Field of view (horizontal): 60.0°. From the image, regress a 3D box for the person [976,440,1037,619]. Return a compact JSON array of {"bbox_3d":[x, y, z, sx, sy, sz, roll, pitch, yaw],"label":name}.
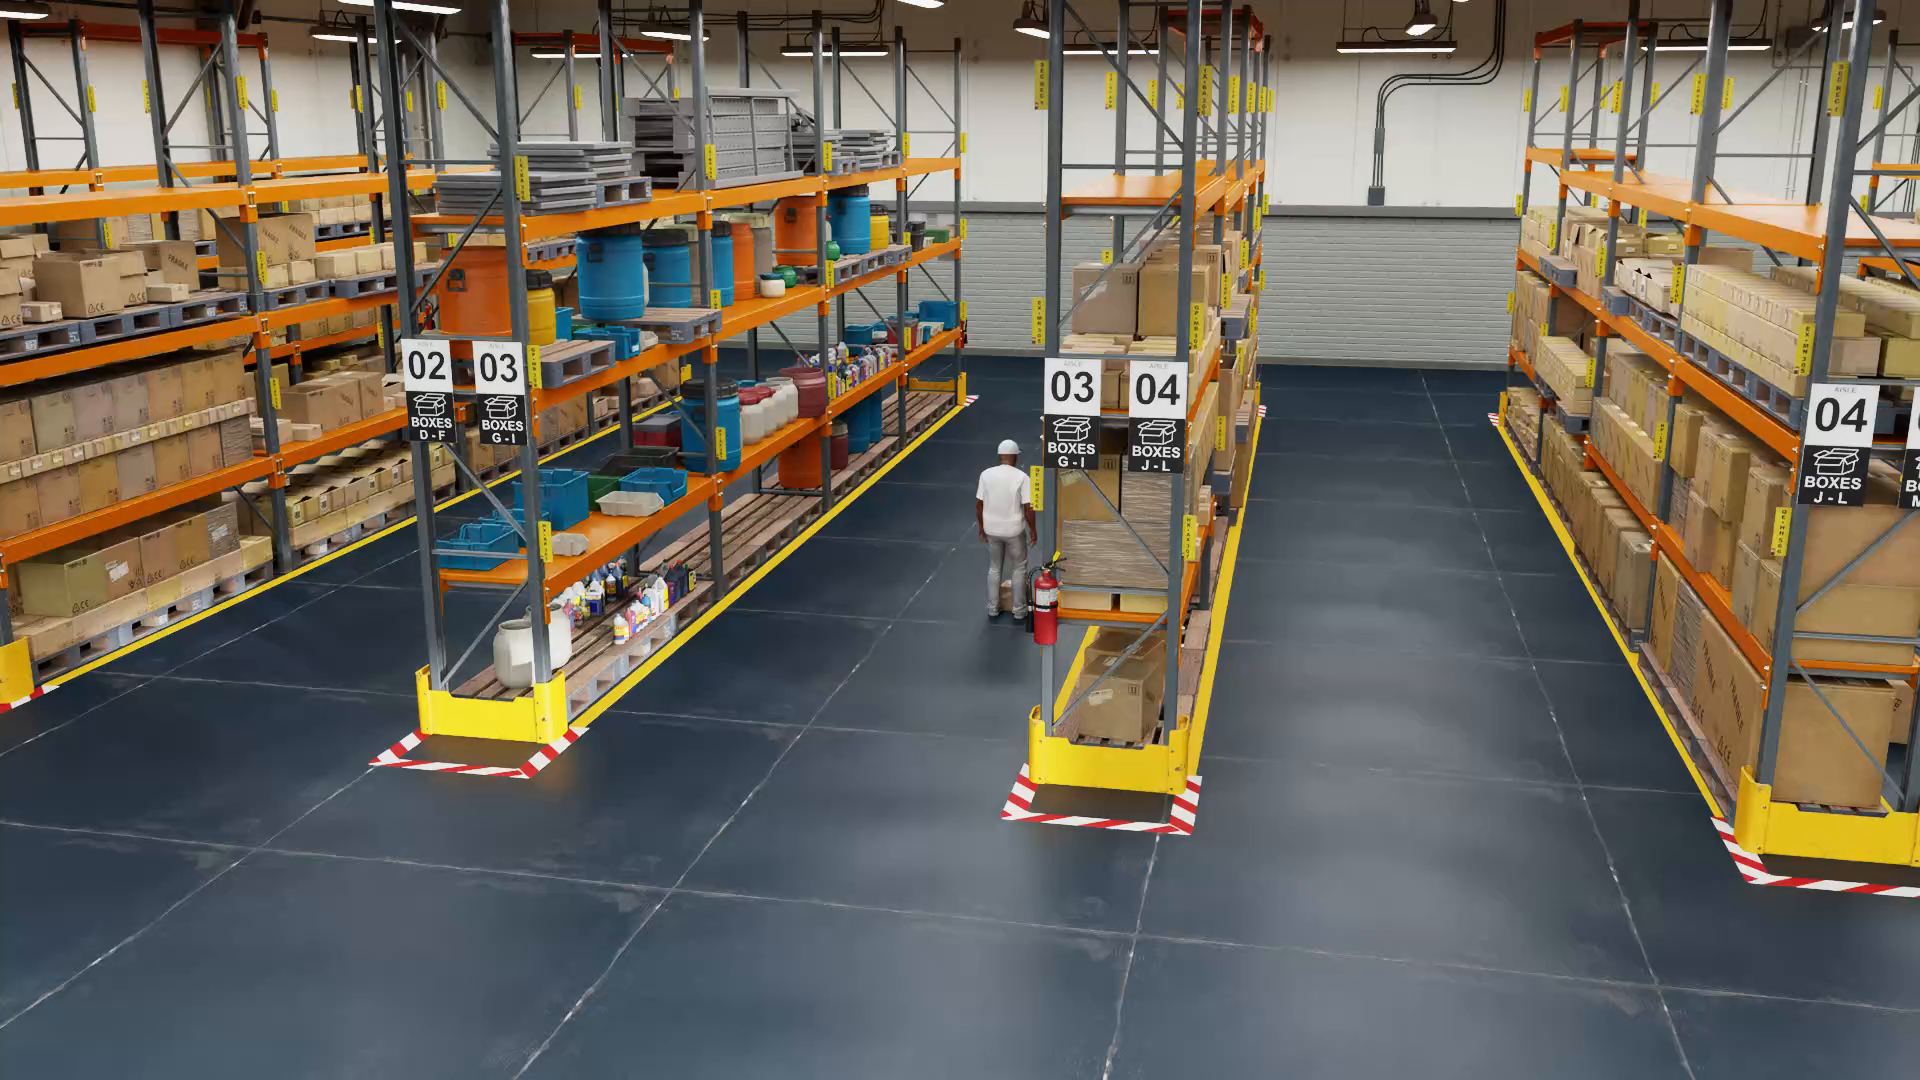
[{"bbox_3d":[0.468,-0.110,16.400,0.626,1.760,0.461,7,16,24],"label":"person"}]
